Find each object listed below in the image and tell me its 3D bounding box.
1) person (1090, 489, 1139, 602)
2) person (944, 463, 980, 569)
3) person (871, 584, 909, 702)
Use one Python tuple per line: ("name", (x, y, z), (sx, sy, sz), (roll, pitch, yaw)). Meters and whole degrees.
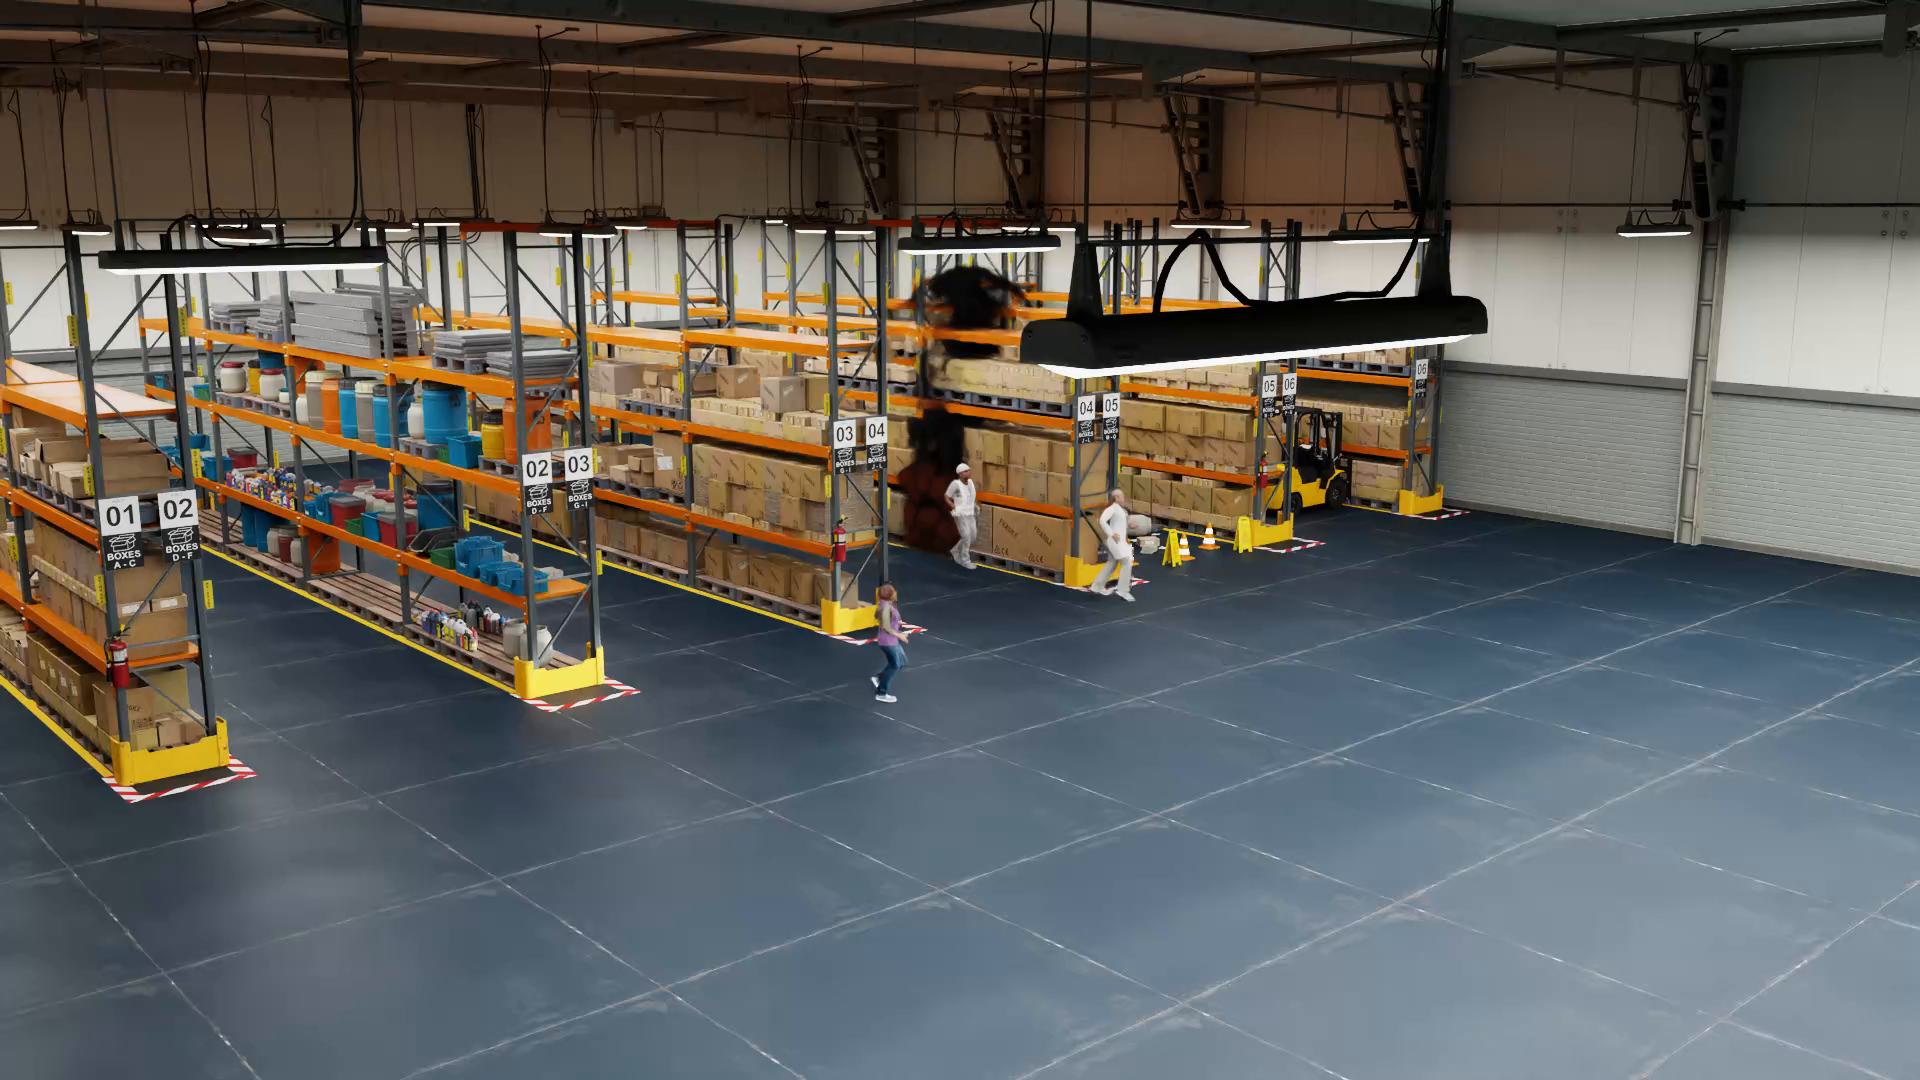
("person", (2.505, 0.088, 26.993), (0.779, 1.843, 0.705), (2, 12, 8))
("person", (0.033, -0.412, 28.020), (0.608, 1.772, 0.690), (9, 14, 37))
("person", (-0.908, 1.319, 21.435), (0.484, 1.562, 0.548), (-1, 11, -6))
